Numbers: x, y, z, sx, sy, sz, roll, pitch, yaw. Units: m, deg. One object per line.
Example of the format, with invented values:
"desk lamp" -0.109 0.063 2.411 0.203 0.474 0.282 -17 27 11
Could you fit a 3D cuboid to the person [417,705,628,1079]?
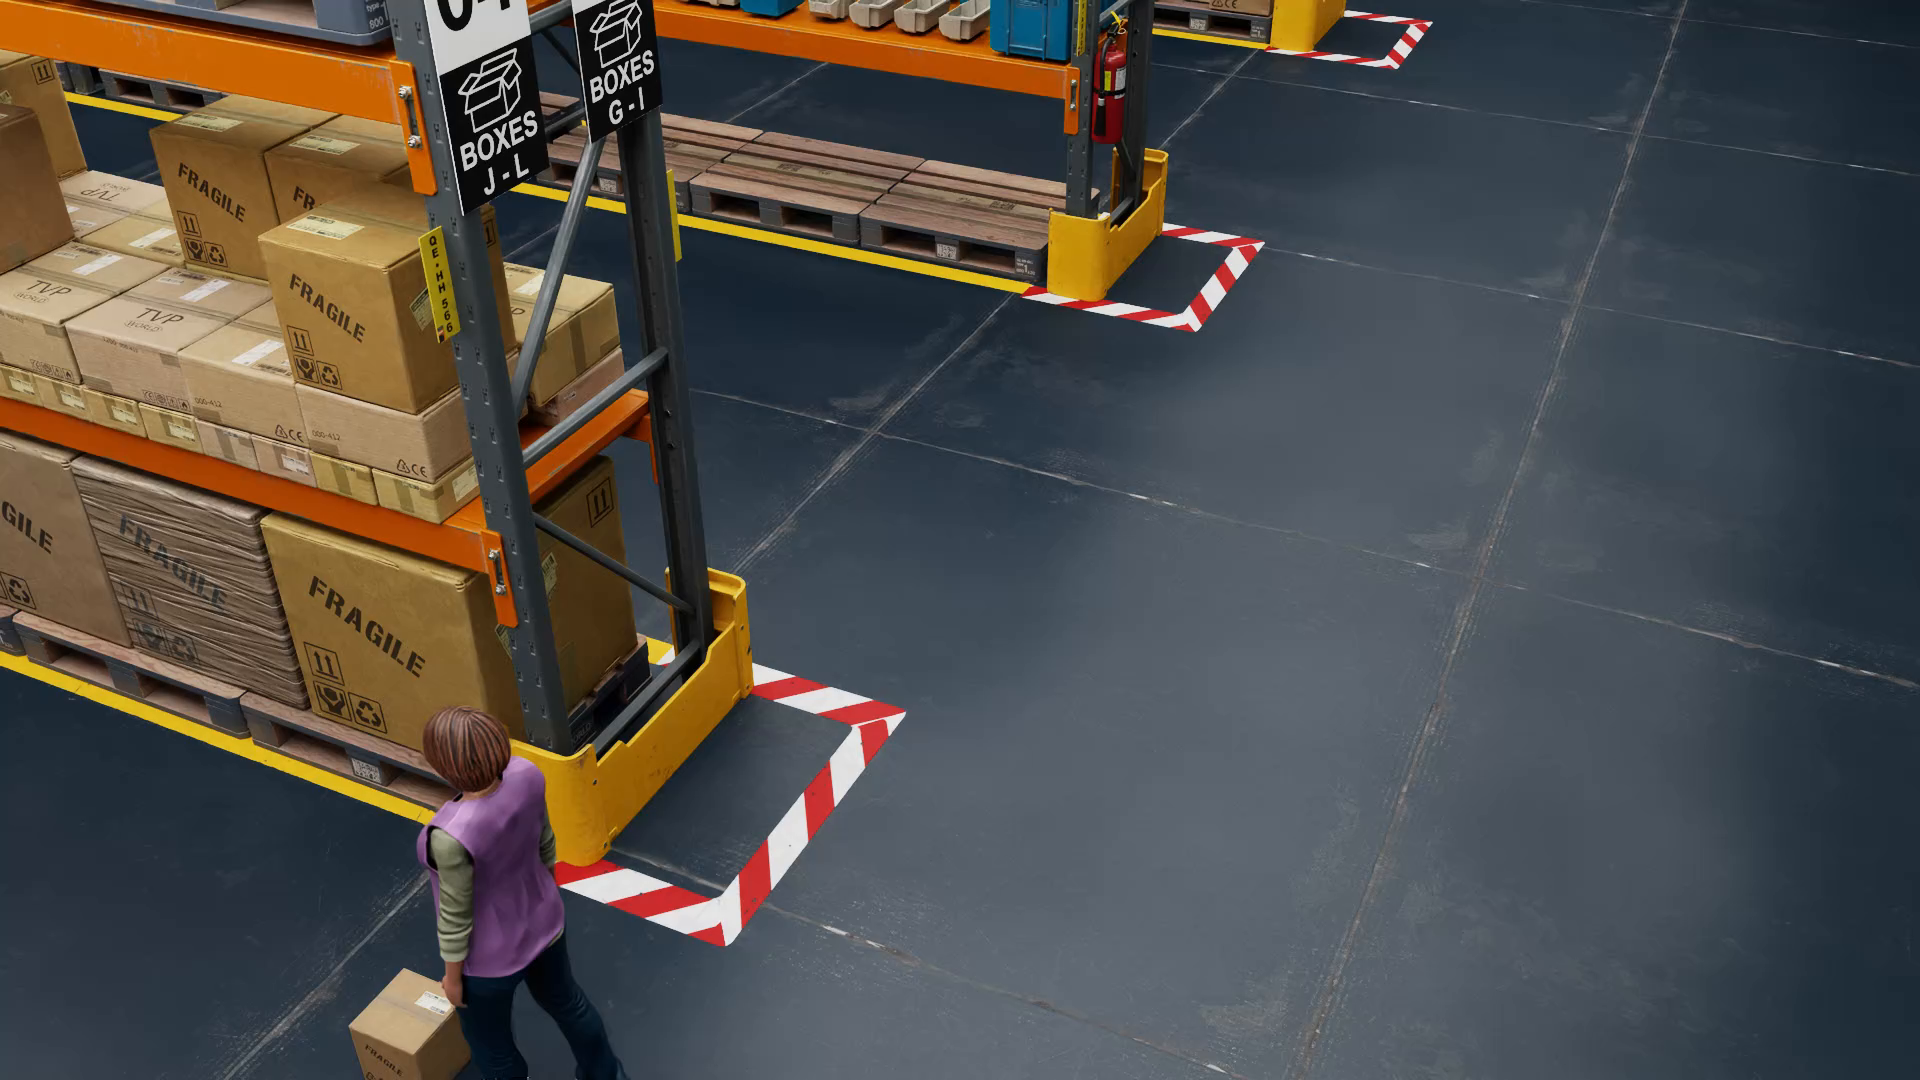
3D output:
"person" -1.265 1.088 4.558 0.450 1.616 0.420 16 37 22
